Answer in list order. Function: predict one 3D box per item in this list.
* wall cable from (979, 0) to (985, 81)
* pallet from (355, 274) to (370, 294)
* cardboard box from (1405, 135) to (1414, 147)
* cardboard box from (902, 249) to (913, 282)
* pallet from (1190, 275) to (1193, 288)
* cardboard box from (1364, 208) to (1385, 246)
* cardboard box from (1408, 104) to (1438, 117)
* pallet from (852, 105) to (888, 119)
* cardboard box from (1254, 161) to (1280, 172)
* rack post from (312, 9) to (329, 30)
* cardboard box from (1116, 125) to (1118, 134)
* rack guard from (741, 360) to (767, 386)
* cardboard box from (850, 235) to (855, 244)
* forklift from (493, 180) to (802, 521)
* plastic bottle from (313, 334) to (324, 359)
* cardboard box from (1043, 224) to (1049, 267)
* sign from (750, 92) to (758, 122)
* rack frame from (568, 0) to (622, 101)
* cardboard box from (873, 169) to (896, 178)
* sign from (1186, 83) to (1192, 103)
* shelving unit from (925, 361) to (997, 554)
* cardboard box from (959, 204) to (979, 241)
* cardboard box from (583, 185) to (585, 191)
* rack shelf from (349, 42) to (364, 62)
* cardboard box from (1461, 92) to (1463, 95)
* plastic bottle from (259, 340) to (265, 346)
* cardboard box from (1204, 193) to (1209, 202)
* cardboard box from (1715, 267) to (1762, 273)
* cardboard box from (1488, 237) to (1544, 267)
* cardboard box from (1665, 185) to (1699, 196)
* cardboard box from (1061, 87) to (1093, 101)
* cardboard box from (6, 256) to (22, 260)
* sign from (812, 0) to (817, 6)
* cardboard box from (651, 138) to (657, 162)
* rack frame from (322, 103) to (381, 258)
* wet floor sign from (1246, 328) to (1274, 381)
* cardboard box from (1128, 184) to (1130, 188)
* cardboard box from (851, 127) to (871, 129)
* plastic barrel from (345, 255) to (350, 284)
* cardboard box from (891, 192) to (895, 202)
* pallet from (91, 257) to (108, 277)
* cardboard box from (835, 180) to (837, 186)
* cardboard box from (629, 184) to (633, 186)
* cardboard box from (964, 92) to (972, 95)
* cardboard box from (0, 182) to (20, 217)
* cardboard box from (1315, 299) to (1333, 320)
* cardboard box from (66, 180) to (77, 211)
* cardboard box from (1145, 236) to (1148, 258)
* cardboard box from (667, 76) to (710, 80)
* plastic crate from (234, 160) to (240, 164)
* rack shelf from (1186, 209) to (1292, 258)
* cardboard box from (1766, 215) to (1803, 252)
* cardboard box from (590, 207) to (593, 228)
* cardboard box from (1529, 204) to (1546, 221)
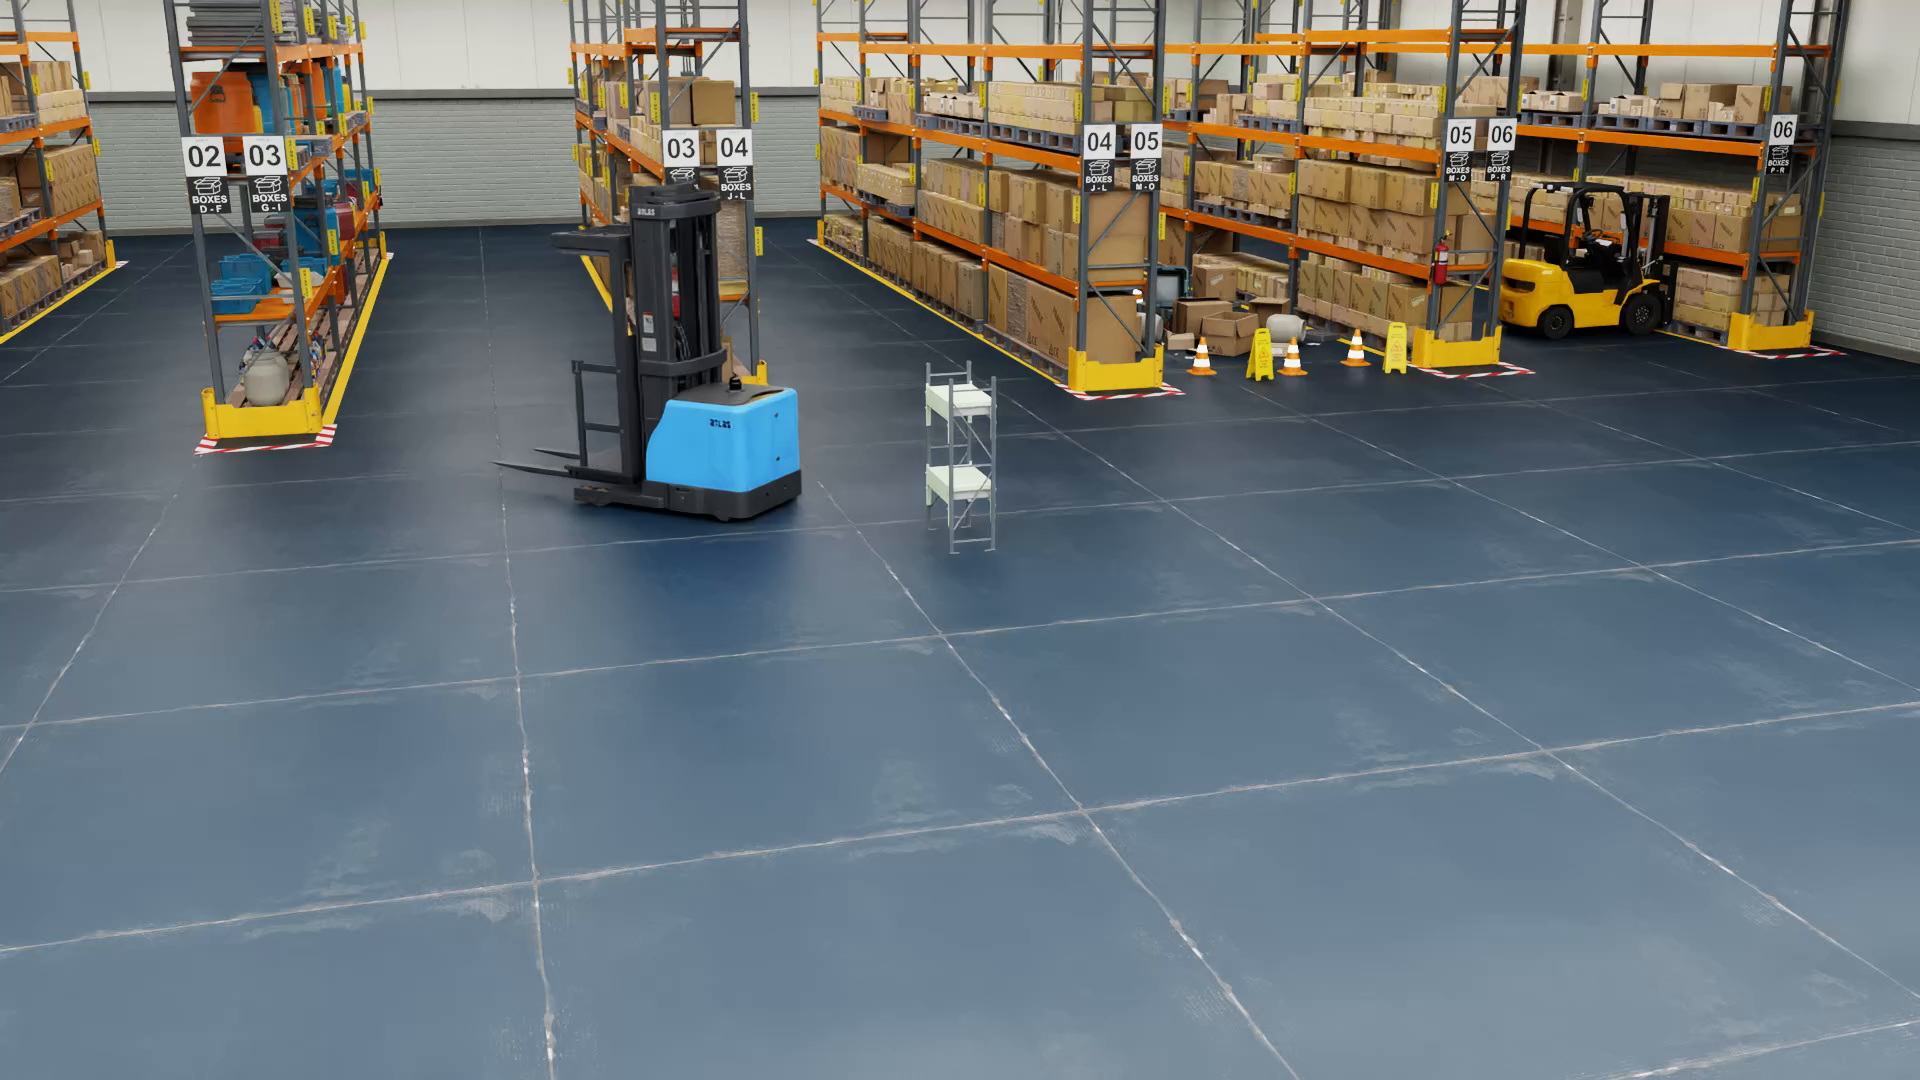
[{"bbox_3d":[0.439,-12.635,40.873,0.463,3.000,0.029,-5,17,-15],"label":"wall cable"},{"bbox_3d":[-10.746,-4.377,28.656,1.003,0.211,1.213,-5,17,-15],"label":"pallet"},{"bbox_3d":[6.163,-5.320,22.172,0.380,0.149,0.250,-4,17,-14],"label":"cardboard box"},{"bbox_3d":[-0.692,-4.744,28.646,0.500,0.500,0.500,-5,17,-16],"label":"cardboard box"},{"bbox_3d":[4.685,-4.446,28.886,1.003,0.211,1.213,-5,17,-15],"label":"pallet"},{"bbox_3d":[5.989,-4.381,23.132,0.500,0.500,0.500,-5,17,-16],"label":"cardboard box"},{"bbox_3d":[6.172,-5.697,22.040,0.380,0.149,0.250,-5,17,-16],"label":"cardboard box"},{"bbox_3d":[-1.292,-7.852,30.492,1.213,0.211,1.003,-5,17,-15],"label":"pallet"},{"bbox_3d":[4.928,-5.967,26.554,0.380,0.149,0.250,-5,18,-18],"label":"cardboard box"},{"bbox_3d":[-10.057,-7.857,25.097,0.954,0.300,0.937,-5,17,-15],"label":"rack post"},{"bbox_3d":[2.082,-5.122,20.607,0.380,0.149,0.250,-5,17,-15],"label":"cardboard box"},{"bbox_3d":[-2.879,-1.825,19.660,1.175,0.500,0.348,-5,17,-15],"label":"rack guard"},{"bbox_3d":[-1.928,-5.872,32.494,0.380,0.149,0.250,-5,18,-17],"label":"cardboard box"},{"bbox_3d":[-3.047,-1.842,15.488,3.031,2.935,1.130,8,18,25],"label":"forklift"},{"bbox_3d":[-8.212,-2.450,21.234,0.144,0.351,0.185,-6,18,-18],"label":"plastic bottle"},{"bbox_3d":[1.588,-3.852,21.800,0.875,0.550,0.550,-5,17,-15],"label":"cardboard box"},{"bbox_3d":[-2.336,-4.900,18.816,0.100,0.325,0.005,-5,17,-15],"label":"sign"},{"bbox_3d":[-7.255,-10.300,33.101,1.000,3.000,0.127,-5,17,-15],"label":"rack frame"},{"bbox_3d":[-1.336,-6.548,29.709,0.380,0.149,0.250,-4,17,-13],"label":"cardboard box"},{"bbox_3d":[3.936,-7.678,28.549,0.100,0.325,0.005,-5,17,-15],"label":"sign"},{"bbox_3d":[0.002,-0.716,14.230,0.431,1.500,0.755,-5,17,-15],"label":"shelving unit"},{"bbox_3d":[0.300,-4.783,24.987,0.500,0.500,0.500,-5,17,-16],"label":"cardboard box"},{"bbox_3d":[-7.190,-6.898,32.640,0.380,0.149,0.250,-5,17,-16],"label":"cardboard box"},{"bbox_3d":[-11.467,-8.819,30.116,1.077,0.370,4.000,-5,17,-15],"label":"rack shelf"},{"bbox_3d":[9.408,-8.213,30.417,0.380,0.149,0.250,-5,18,-17],"label":"cardboard box"},{"bbox_3d":[-8.938,-2.412,21.239,0.152,0.276,0.135,-4,17,-13],"label":"plastic bottle"},{"bbox_3d":[4.428,-5.893,28.564,0.380,0.149,0.250,-6,18,-19],"label":"cardboard box"},{"bbox_3d":[11.351,-3.827,24.291,0.500,0.250,0.500,-5,17,-15],"label":"cardboard box"},{"bbox_3d":[9.774,-4.915,28.999,0.875,0.625,0.625,-5,18,-18],"label":"cardboard box"},{"bbox_3d":[10.714,-5.186,24.683,0.380,0.149,0.250,-4,17,-14],"label":"cardboard box"},{"bbox_3d":[1.453,-5.448,20.309,0.380,0.149,0.250,-5,17,-15],"label":"cardboard box"},{"bbox_3d":[-15.783,-4.399,27.463,0.500,0.500,0.500,-6,18,-18],"label":"cardboard box"},{"bbox_3d":[-2.980,-11.107,34.025,0.100,0.325,0.005,-5,17,-15],"label":"sign"},{"bbox_3d":[-3.375,-4.617,19.656,0.500,0.250,0.500,-5,17,-15],"label":"cardboard box"},{"bbox_3d":[-12.017,-7.036,32.660,1.000,3.000,0.127,-5,17,-15],"label":"rack frame"},{"bbox_3d":[3.851,-2.387,21.276,0.267,0.644,0.232,-8,18,-25],"label":"wet floor sign"},{"bbox_3d":[3.509,-6.604,31.483,0.500,0.250,0.500,-5,17,-16],"label":"cardboard box"},{"bbox_3d":[-1.954,-8.213,34.153,0.500,0.500,0.500,-5,18,-17],"label":"cardboard box"},{"bbox_3d":[-10.590,-4.778,28.061,0.600,0.901,0.708,-5,17,-15],"label":"plastic barrel"},{"bbox_3d":[-0.975,-5.899,28.584,0.380,0.149,0.250,-4,17,-14],"label":"cardboard box"},{"bbox_3d":[-16.540,-5.068,30.957,1.003,0.211,1.213,-5,17,-15],"label":"pallet"},{"bbox_3d":[-2.349,-7.349,34.140,0.380,0.149,0.250,-4,17,-13],"label":"cardboard box"},{"bbox_3d":[-4.869,-5.317,26.035,0.500,0.500,0.500,-7,18,-22],"label":"cardboard box"},{"bbox_3d":[0.316,-6.956,26.432,0.500,0.311,0.500,-5,17,-15],"label":"cardboard box"},{"bbox_3d":[-15.137,-5.304,25.991,0.700,0.500,0.500,-10,19,-29],"label":"cardboard box"},{"bbox_3d":[5.631,-3.444,24.754,0.500,0.250,0.500,-4,17,-12],"label":"cardboard box"},{"bbox_3d":[-15.839,-6.029,29.135,0.500,0.500,0.500,-5,17,-16],"label":"cardboard box"},{"bbox_3d":[3.876,-5.873,31.754,0.875,0.875,0.875,-4,17,-14],"label":"cardboard box"},{"bbox_3d":[-3.588,-5.870,22.006,0.500,0.500,0.500,-5,17,-17],"label":"cardboard box"},{"bbox_3d":[-8.434,-4.542,19.174,0.392,0.384,0.575,-5,17,-15],"label":"plastic crate"},{"bbox_3d":[5.022,-5.100,27.467,1.077,0.370,4.000,-5,17,-15],"label":"rack shelf"},{"bbox_3d":[11.573,-4.385,23.663,0.500,0.500,0.500,-4,17,-13],"label":"cardboard box"},{"bbox_3d":[-7.002,-6.440,33.641,0.875,0.875,0.875,-5,17,-15],"label":"cardboard box"},{"bbox_3d":[9.809,-5.470,27.710,0.500,0.250,0.500,-5,17,-16],"label":"cardboard box"}]
